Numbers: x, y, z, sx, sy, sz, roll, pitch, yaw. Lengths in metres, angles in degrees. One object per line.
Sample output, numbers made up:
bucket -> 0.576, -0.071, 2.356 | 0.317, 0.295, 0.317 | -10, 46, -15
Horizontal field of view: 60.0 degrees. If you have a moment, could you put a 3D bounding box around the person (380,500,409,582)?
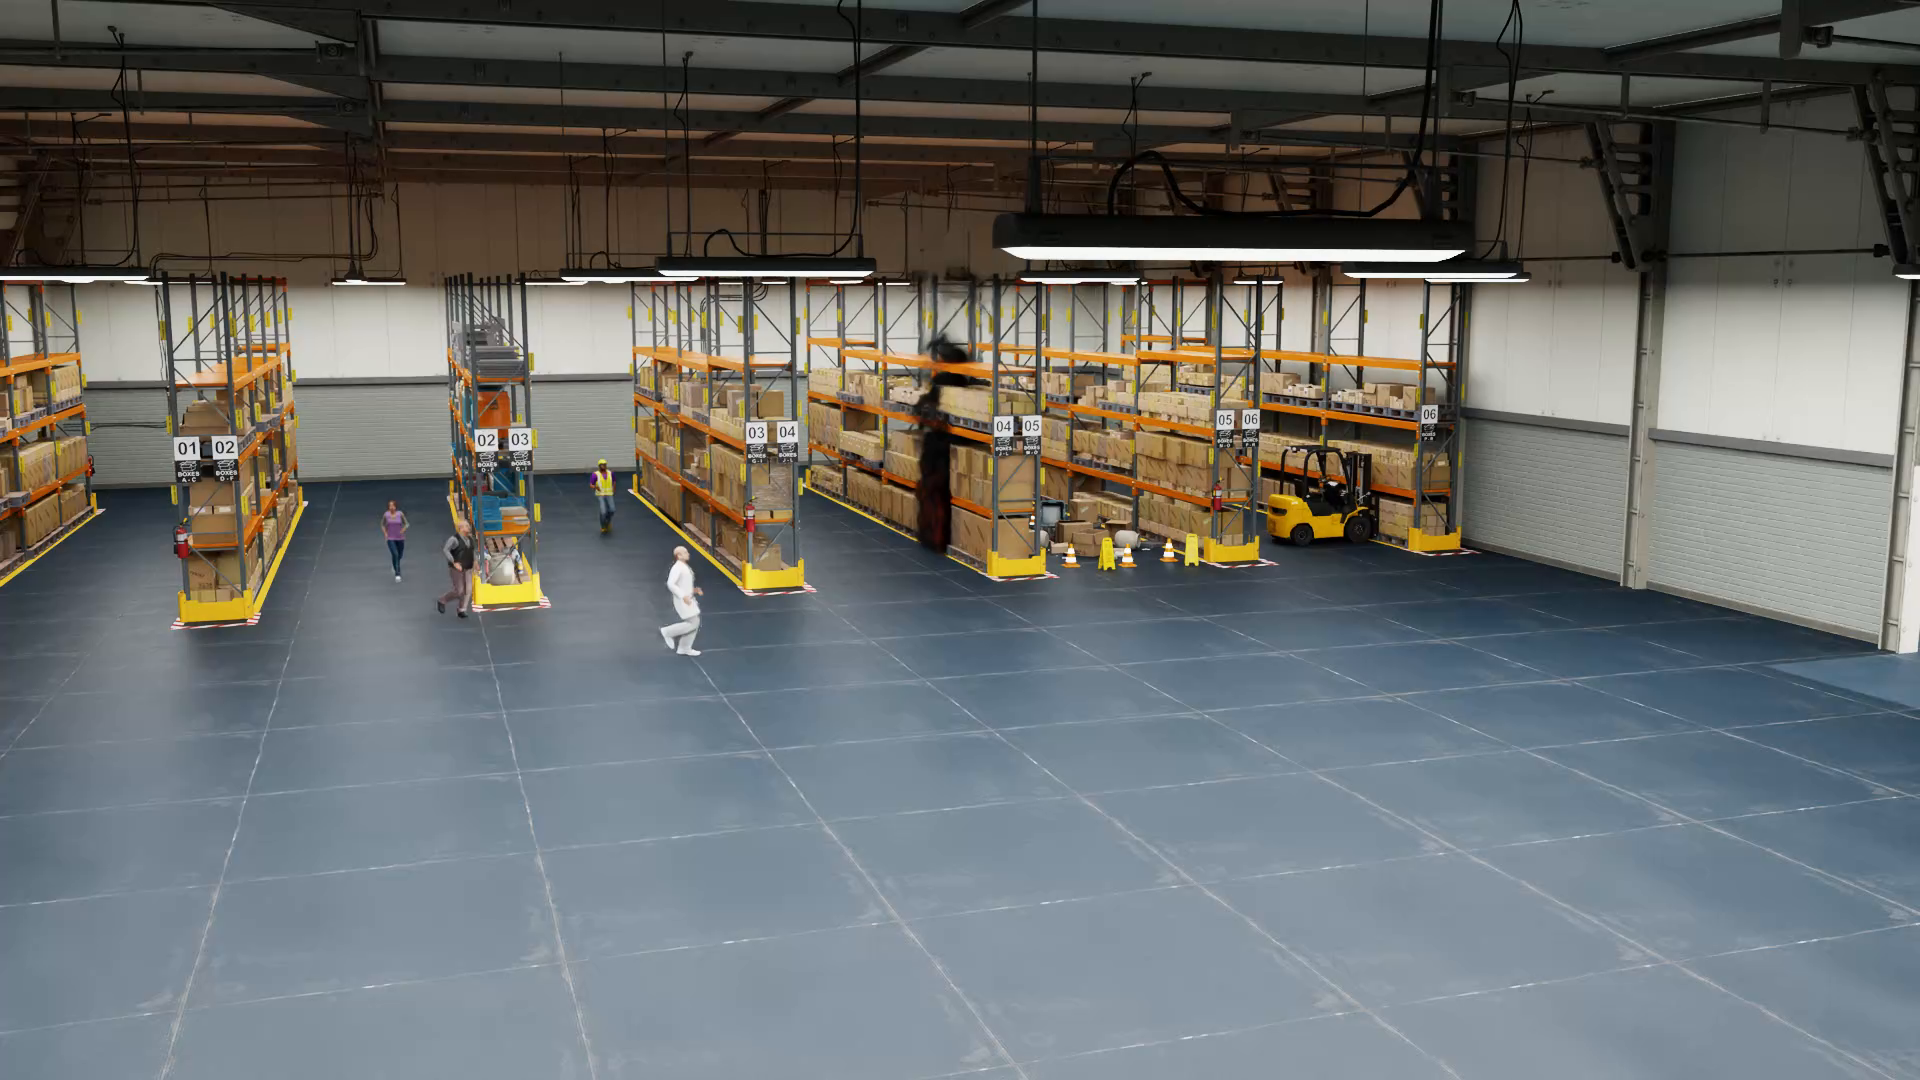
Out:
person -> -11.167, 0.001, 32.885 | 0.532, 1.597, 0.756 | -4, 9, -24

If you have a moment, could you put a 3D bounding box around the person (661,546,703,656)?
person -> -4.363, 0.958, 26.076 | 0.640, 1.737, 0.709 | 0, 9, 1

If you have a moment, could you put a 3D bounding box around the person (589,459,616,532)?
person -> -8.358, -1.043, 39.178 | 0.686, 1.720, 0.592 | -4, 10, -27

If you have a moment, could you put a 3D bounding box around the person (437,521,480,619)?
person -> -8.751, 0.503, 29.232 | 0.639, 1.675, 0.725 | 5, 10, 30
